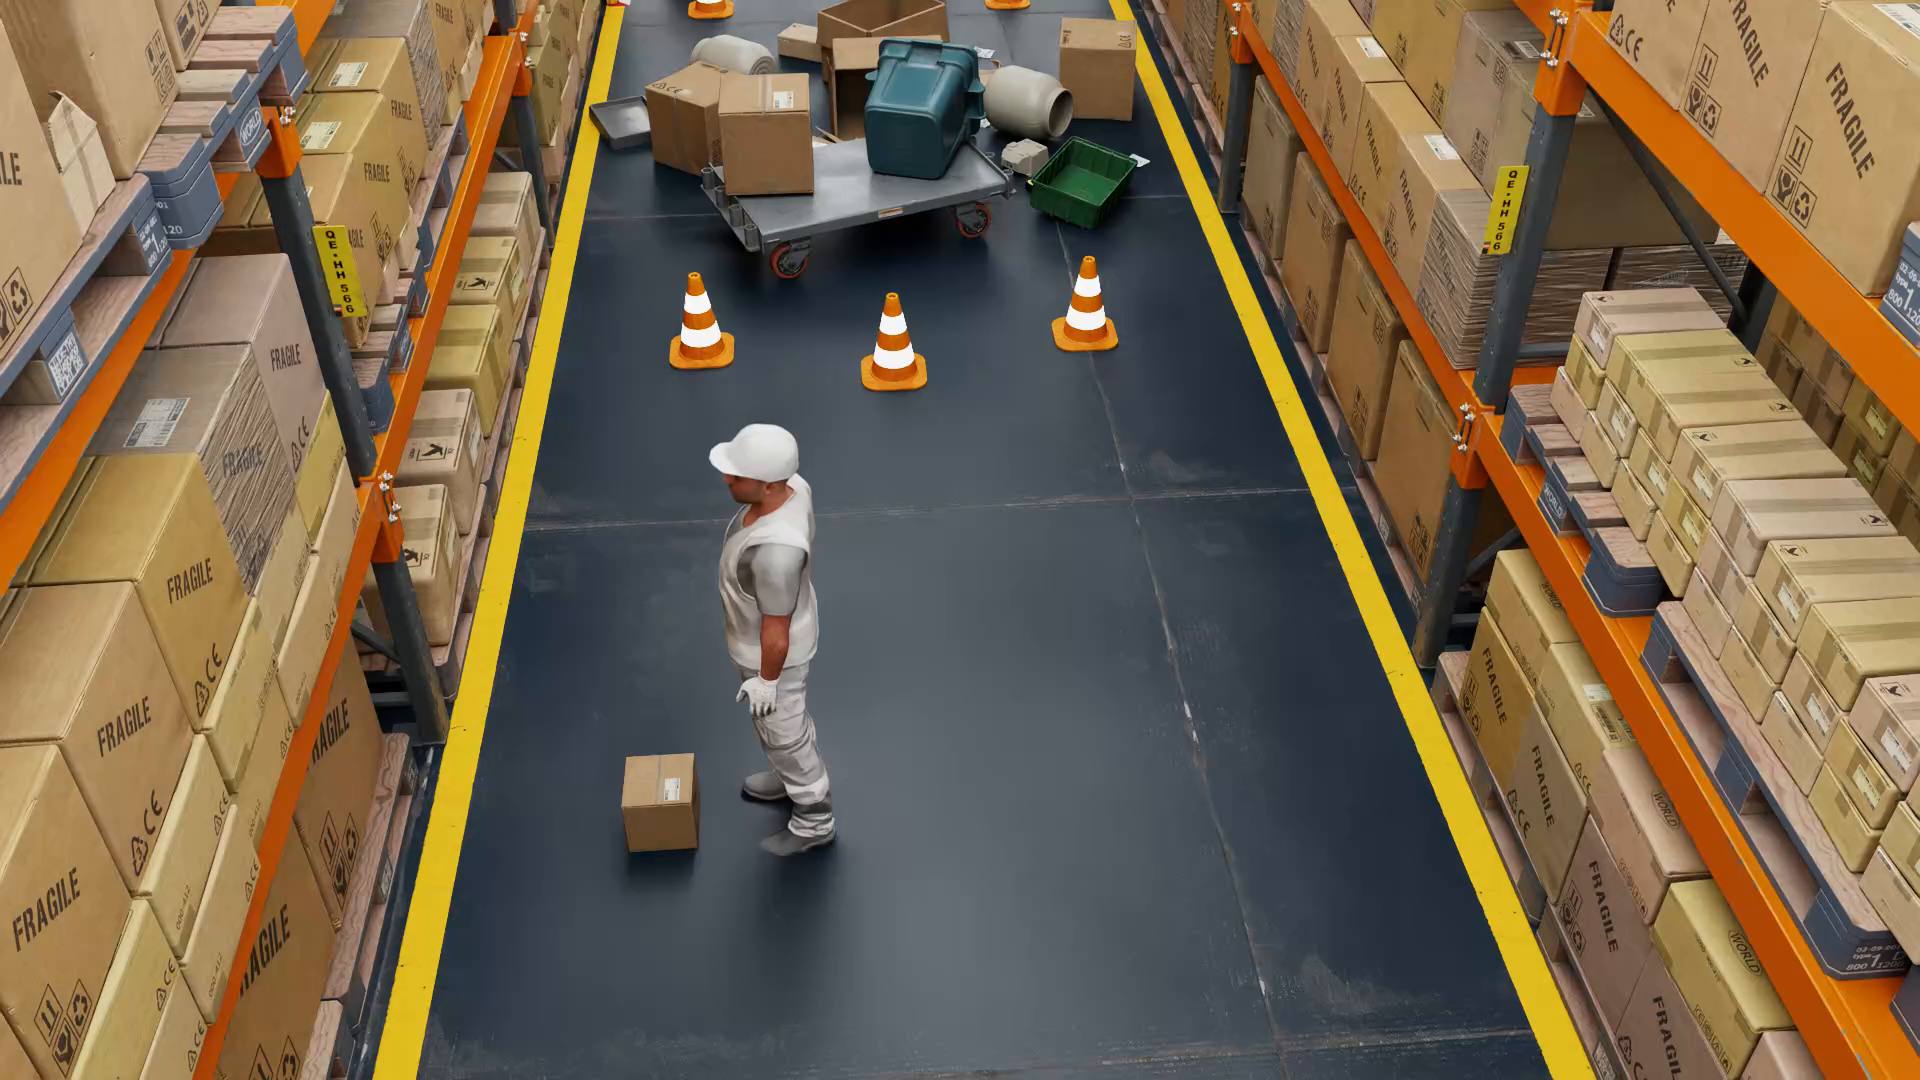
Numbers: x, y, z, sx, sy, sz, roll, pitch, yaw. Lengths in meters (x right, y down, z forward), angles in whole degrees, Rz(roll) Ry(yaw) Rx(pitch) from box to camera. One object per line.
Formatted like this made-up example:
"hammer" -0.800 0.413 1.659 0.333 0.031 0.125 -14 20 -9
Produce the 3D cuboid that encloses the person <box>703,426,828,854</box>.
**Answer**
"person" -0.638 0.356 5.704 0.348 1.789 0.527 -2 39 -3
